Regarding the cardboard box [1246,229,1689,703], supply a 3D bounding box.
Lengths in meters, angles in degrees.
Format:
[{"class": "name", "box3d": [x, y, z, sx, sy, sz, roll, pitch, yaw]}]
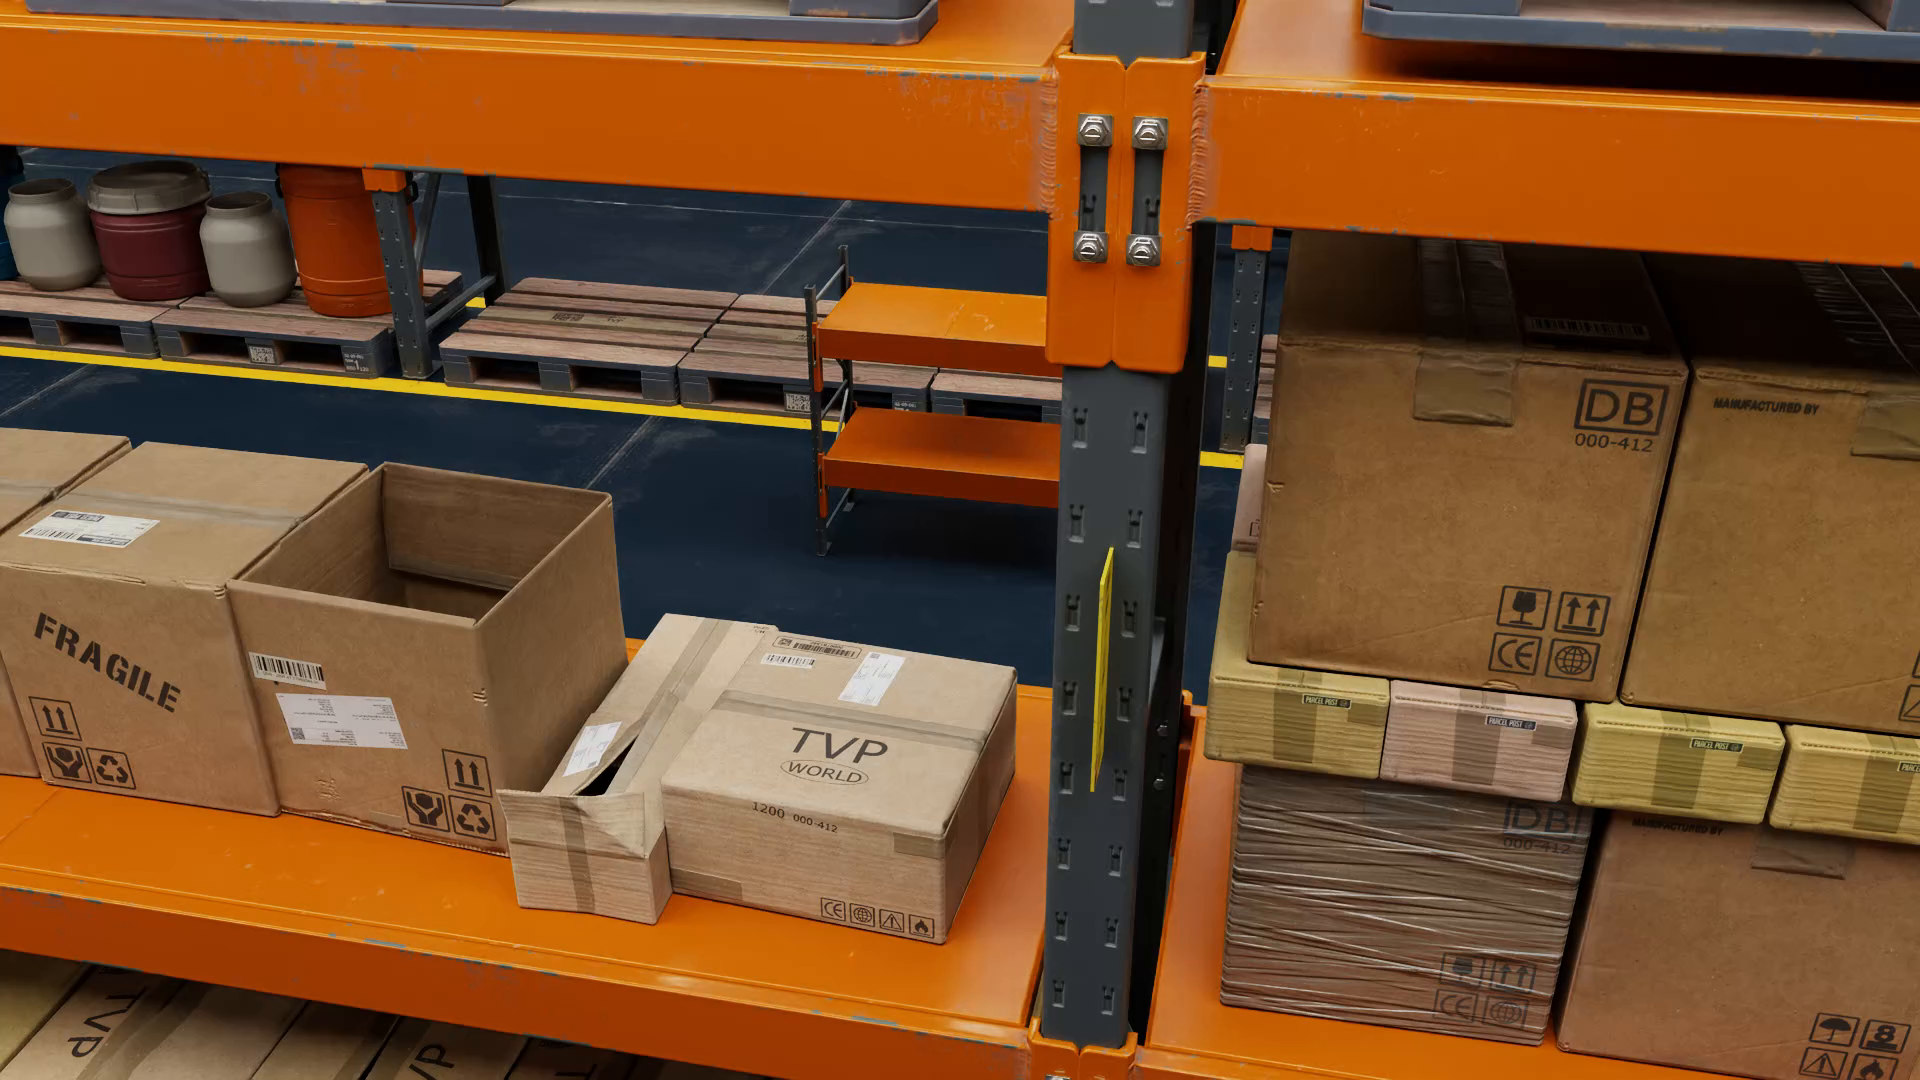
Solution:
[{"class": "cardboard box", "box3d": [0.726, -0.181, 2.502, 0.500, 0.500, 0.700, 6, 29, 11]}]

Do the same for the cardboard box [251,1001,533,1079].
[{"class": "cardboard box", "box3d": [-1.163, 1.160, 3.350, 0.500, 0.311, 0.500, 6, 29, 10]}]

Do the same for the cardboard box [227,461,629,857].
[{"class": "cardboard box", "box3d": [-0.972, 0.209, 3.141, 0.500, 0.500, 0.500, 8, 30, 14]}]

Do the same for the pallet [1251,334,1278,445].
[{"class": "pallet", "box3d": [1.977, -0.626, 7.673, 1.213, 0.211, 1.003, 6, 29, 11]}]

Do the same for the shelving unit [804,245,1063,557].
[{"class": "shelving unit", "box3d": [-0.007, -0.494, 6.481, 1.048, 1.125, 0.538, 6, 29, 11]}]

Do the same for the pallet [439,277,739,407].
[{"class": "pallet", "box3d": [-1.833, -1.018, 8.389, 1.213, 0.211, 1.003, 6, 29, 11]}]

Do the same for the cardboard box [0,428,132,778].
[{"class": "cardboard box", "box3d": [-1.977, 0.106, 3.329, 0.500, 0.500, 0.500, 4, 29, 8]}]

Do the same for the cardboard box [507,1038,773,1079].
[{"class": "cardboard box", "box3d": [-0.675, 1.211, 3.257, 0.500, 0.311, 0.500, 7, 29, 12]}]

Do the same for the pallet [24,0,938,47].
[{"class": "pallet", "box3d": [-0.575, -0.924, 2.390, 1.217, 0.209, 0.805, 5, 29, 9]}]

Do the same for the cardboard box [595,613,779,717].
[{"class": "cardboard box", "box3d": [-0.533, 0.315, 3.312, 0.250, 0.149, 0.380, 6, 29, 11]}]

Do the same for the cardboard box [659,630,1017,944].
[{"class": "cardboard box", "box3d": [-0.200, 0.427, 3.003, 0.500, 0.250, 0.500, 8, 30, 14]}]

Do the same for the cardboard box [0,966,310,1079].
[{"class": "cardboard box", "box3d": [-1.654, 1.107, 3.445, 0.500, 0.311, 0.500, 5, 29, 10]}]

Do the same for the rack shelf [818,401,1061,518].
[{"class": "rack shelf", "box3d": [-0.007, -0.280, 6.599, 1.000, 0.278, 0.538, 6, 29, 11]}]

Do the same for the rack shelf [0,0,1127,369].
[{"class": "rack shelf", "box3d": [-1.665, -0.811, 2.733, 4.000, 0.370, 1.077, 6, 29, 11]}]

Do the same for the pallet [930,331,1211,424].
[{"class": "pallet", "box3d": [0.553, -0.773, 7.942, 1.213, 0.211, 1.003, 6, 29, 11]}]

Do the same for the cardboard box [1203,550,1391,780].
[{"class": "cardboard box", "box3d": [0.513, 0.180, 2.519, 0.250, 0.149, 0.380, 6, 29, 10]}]

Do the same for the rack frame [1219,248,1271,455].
[{"class": "rack frame", "box3d": [1.329, -1.936, 7.162, 0.127, 3.000, 1.000, 6, 29, 11]}]

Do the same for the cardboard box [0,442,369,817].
[{"class": "cardboard box", "box3d": [-1.462, 0.158, 3.233, 0.500, 0.500, 0.500, 6, 29, 11]}]

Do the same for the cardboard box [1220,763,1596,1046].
[{"class": "cardboard box", "box3d": [0.726, 0.388, 2.814, 0.500, 0.500, 0.700, 5, 29, 9]}]

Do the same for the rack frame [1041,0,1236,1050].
[{"class": "rack frame", "box3d": [0.290, 0.392, 2.911, 0.053, 2.616, 0.949, 6, 29, 11]}]

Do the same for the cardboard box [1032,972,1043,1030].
[{"class": "cardboard box", "box3d": [-0.061, 1.008, 3.628, 0.500, 0.311, 0.500, 6, 29, 11]}]

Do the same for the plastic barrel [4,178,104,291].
[{"class": "plastic barrel", "box3d": [-4.740, -1.599, 8.700, 0.421, 0.512, 0.421, 0, 29, 0]}]

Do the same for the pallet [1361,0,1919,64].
[{"class": "pallet", "box3d": [1.130, -0.813, 2.081, 1.213, 0.211, 1.003, 6, 29, 11]}]

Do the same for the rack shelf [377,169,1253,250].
[{"class": "rack shelf", "box3d": [-0.627, -1.821, 7.701, 4.000, 0.370, 1.077, 6, 29, 11]}]

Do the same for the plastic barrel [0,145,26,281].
[{"class": "plastic barrel", "box3d": [-5.274, -1.868, 8.787, 0.708, 0.901, 0.600, 6, 29, 11]}]

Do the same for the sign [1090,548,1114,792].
[{"class": "sign", "box3d": [0.187, 0.173, 2.188, 0.005, 0.325, 0.100, 6, 29, 11]}]

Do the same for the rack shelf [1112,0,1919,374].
[{"class": "rack shelf", "box3d": [2.247, -0.410, 2.000, 4.000, 0.370, 1.077, 6, 29, 11]}]

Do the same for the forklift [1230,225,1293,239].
[{"class": "forklift", "box3d": [2.963, -2.791, 8.795, 3.031, 2.935, 1.130, 13, 31, 23]}]

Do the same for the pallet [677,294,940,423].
[{"class": "pallet", "box3d": [-0.644, -0.894, 8.164, 1.213, 0.211, 1.003, 6, 29, 11]}]

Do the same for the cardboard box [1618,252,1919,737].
[{"class": "cardboard box", "box3d": [1.220, -0.131, 2.411, 0.500, 0.500, 0.700, 6, 29, 10]}]

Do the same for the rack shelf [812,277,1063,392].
[{"class": "rack shelf", "box3d": [-0.007, -0.751, 6.341, 1.000, 0.278, 0.538, 6, 29, 11]}]

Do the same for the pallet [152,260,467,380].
[{"class": "pallet", "box3d": [-3.363, -1.173, 8.673, 1.213, 0.211, 1.003, 6, 29, 11]}]

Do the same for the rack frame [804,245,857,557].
[{"class": "rack frame", "box3d": [-0.504, -0.545, 6.574, 0.032, 1.125, 0.500, 6, 29, 11]}]

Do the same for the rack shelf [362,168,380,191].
[{"class": "rack shelf", "box3d": [-4.539, -2.222, 8.434, 4.000, 0.370, 1.077, 6, 29, 11]}]

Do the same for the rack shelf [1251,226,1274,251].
[{"class": "rack shelf", "box3d": [3.285, -1.420, 6.969, 4.000, 0.370, 1.077, 6, 29, 11]}]

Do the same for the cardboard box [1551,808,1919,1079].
[{"class": "cardboard box", "box3d": [1.243, 0.438, 2.723, 0.500, 0.500, 0.700, 6, 29, 10]}]

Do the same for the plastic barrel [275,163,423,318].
[{"class": "plastic barrel", "box3d": [-3.065, -1.610, 8.390, 0.708, 0.830, 0.600, 6, 29, 11]}]

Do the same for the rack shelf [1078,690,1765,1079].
[{"class": "rack shelf", "box3d": [2.247, 0.906, 2.720, 4.000, 0.370, 1.077, 6, 29, 11]}]

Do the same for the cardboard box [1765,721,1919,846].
[{"class": "cardboard box", "box3d": [1.268, 0.255, 2.380, 0.250, 0.149, 0.380, 6, 29, 10]}]

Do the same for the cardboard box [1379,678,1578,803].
[{"class": "cardboard box", "box3d": [0.759, 0.205, 2.473, 0.250, 0.149, 0.380, 6, 29, 11]}]

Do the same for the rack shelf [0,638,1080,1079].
[{"class": "rack shelf", "box3d": [-1.665, 0.505, 3.453, 4.000, 0.370, 1.077, 6, 29, 11]}]

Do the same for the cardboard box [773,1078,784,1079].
[{"class": "cardboard box", "box3d": [-0.165, 1.260, 3.167, 0.500, 0.311, 0.500, 6, 29, 11]}]

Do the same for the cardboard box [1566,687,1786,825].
[{"class": "cardboard box", "box3d": [1.011, 0.230, 2.427, 0.250, 0.149, 0.380, 5, 29, 9]}]

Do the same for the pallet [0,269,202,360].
[{"class": "pallet", "box3d": [-4.552, -1.297, 8.899, 1.213, 0.211, 1.003, 6, 29, 11]}]

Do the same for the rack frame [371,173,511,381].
[{"class": "rack frame", "box3d": [-2.583, -2.337, 7.895, 0.127, 3.000, 1.000, 6, 29, 11]}]

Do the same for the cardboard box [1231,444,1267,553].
[{"class": "cardboard box", "box3d": [0.601, -0.012, 2.868, 0.250, 0.149, 0.380, 6, 29, 11]}]

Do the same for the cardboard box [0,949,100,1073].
[{"class": "cardboard box", "box3d": [-2.156, 1.056, 3.539, 0.500, 0.311, 0.500, 5, 29, 9]}]

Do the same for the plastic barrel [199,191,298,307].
[{"class": "plastic barrel", "box3d": [-3.636, -1.486, 8.493, 0.421, 0.512, 0.421, 0, 29, 0]}]

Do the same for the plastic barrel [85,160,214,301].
[{"class": "plastic barrel", "box3d": [-4.169, -1.618, 8.655, 0.708, 0.588, 0.600, 6, 29, 11]}]

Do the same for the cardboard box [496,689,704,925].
[{"class": "cardboard box", "box3d": [-0.607, 0.447, 2.950, 0.258, 0.266, 0.396, 5, 29, 9]}]

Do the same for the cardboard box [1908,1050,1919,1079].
[{"class": "cardboard box", "box3d": [1.733, 0.490, 2.628, 0.500, 0.500, 0.700, 6, 29, 11]}]
